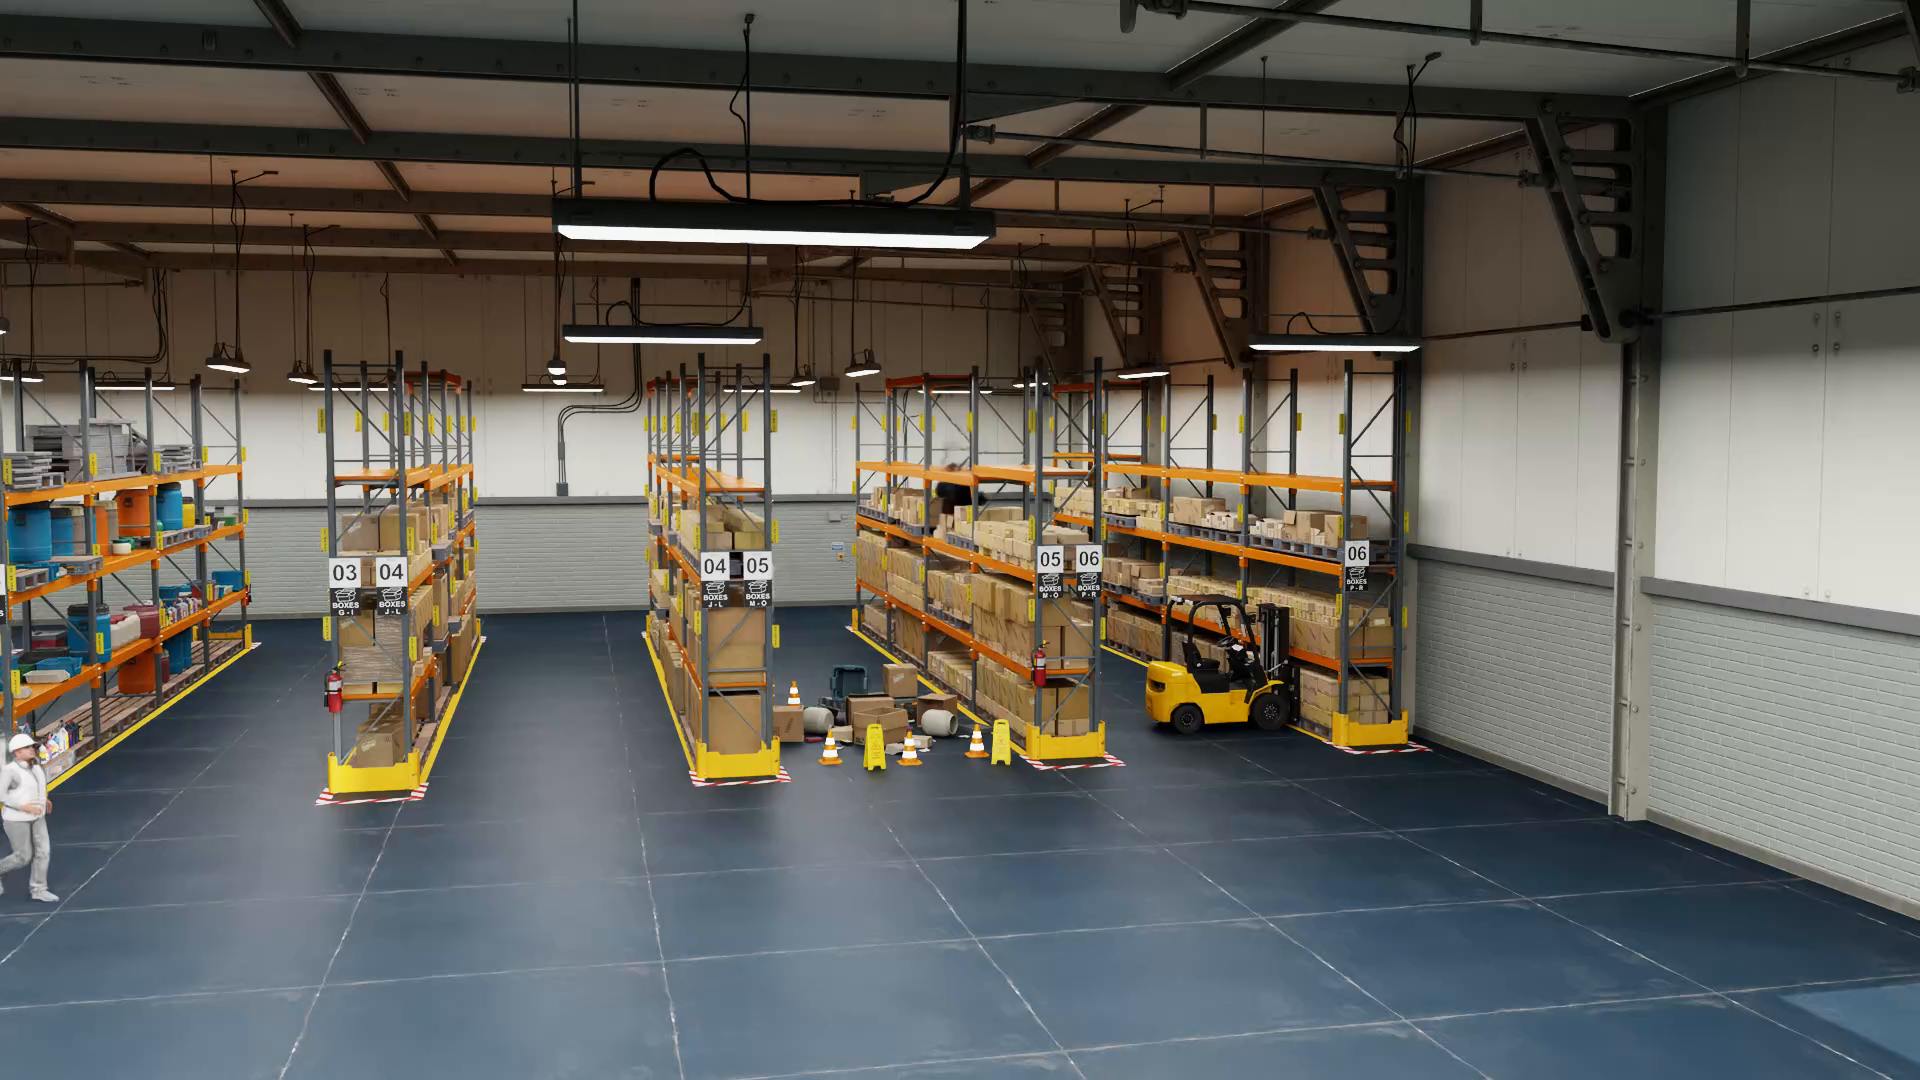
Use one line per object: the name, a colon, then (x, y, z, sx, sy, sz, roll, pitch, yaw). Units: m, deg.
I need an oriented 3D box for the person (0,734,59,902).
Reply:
person: (-9.855, 2.916, 17.469, 0.772, 1.774, 0.684, 1, 4, 9)
